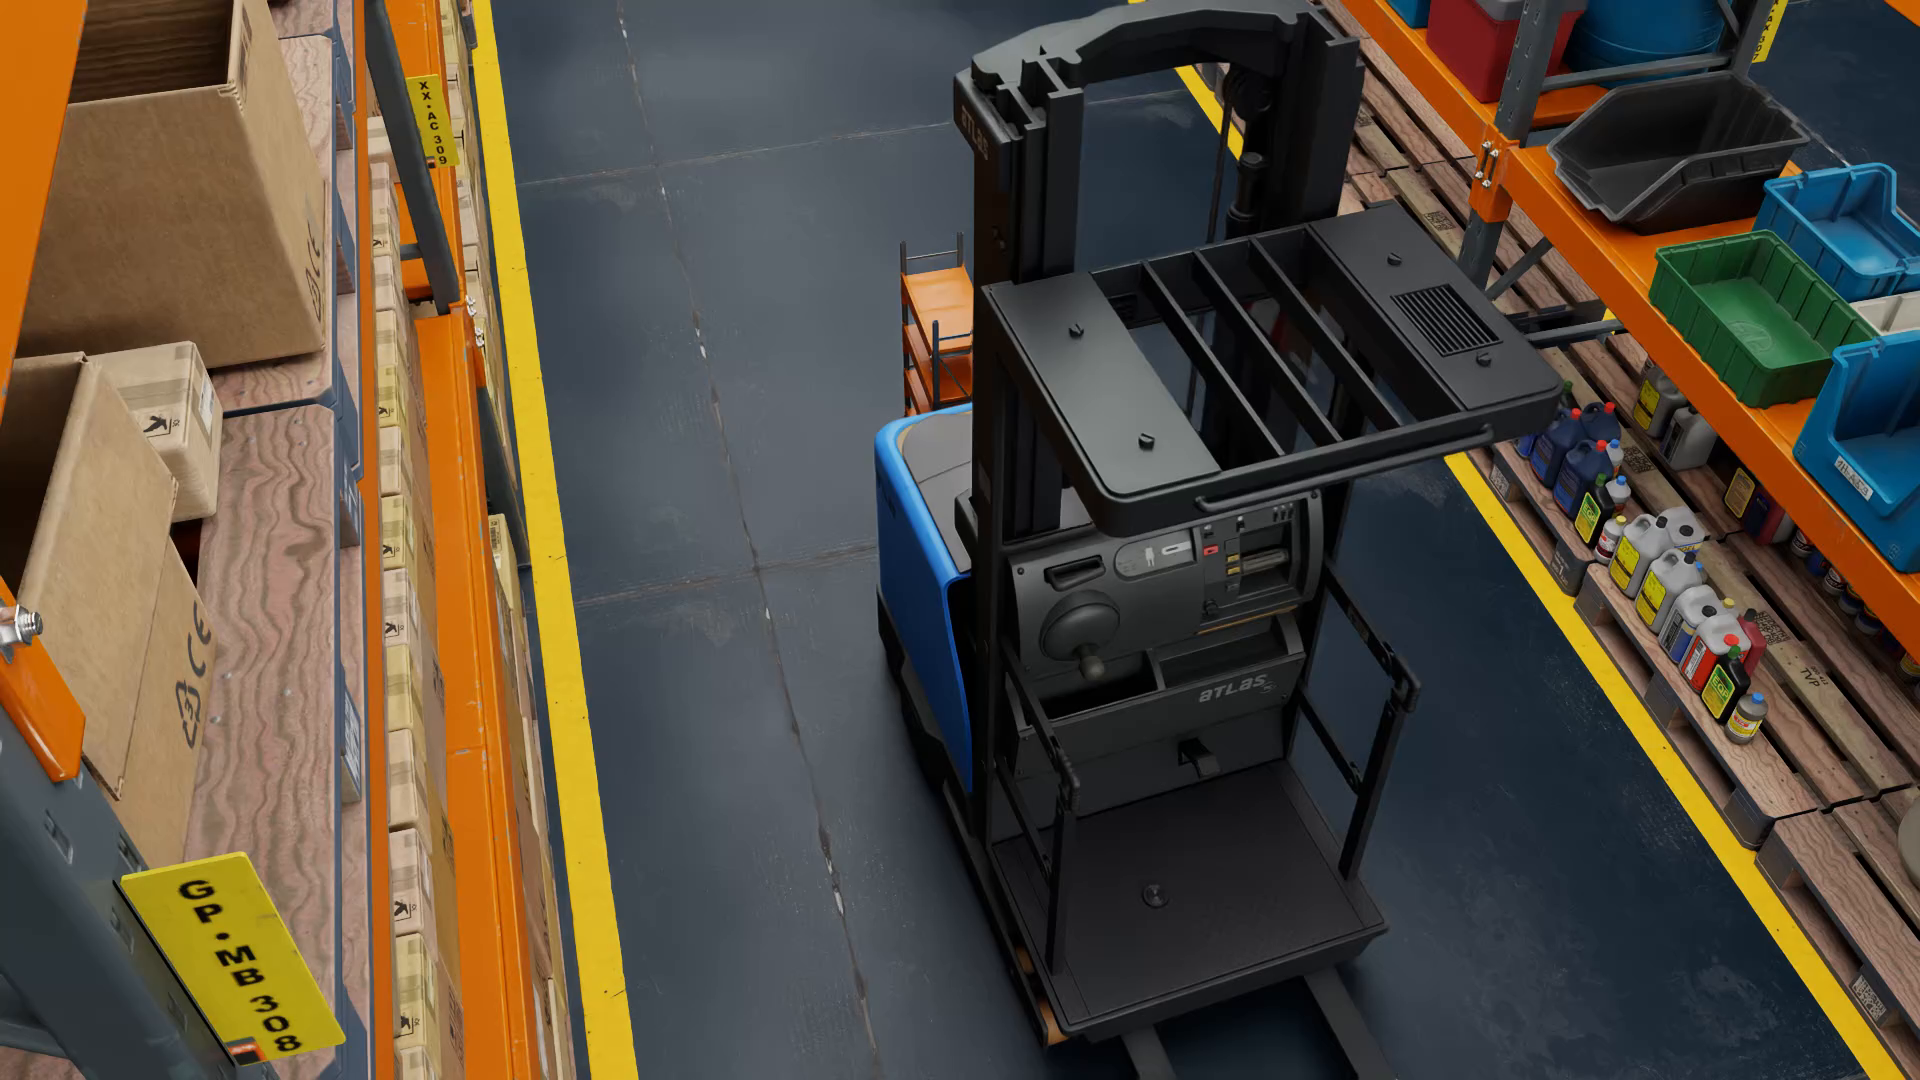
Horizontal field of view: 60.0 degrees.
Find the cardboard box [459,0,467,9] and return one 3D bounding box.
[{"bbox_3d":[-3.076,-3.302,9.328,0.500,0.500,0.500,-9,46,-9],"label":"cardboard box"}]

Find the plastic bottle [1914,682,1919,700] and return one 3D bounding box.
[{"bbox_3d":[3.439,0.456,5.805,0.097,0.271,0.097,0,46,0],"label":"plastic bottle"}]

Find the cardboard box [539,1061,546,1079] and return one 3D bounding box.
[{"bbox_3d":[-1.240,1.664,4.125,0.500,0.500,0.500,-11,47,-10],"label":"cardboard box"}]

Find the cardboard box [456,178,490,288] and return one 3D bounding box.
[{"bbox_3d":[-2.333,-1.310,7.172,0.500,0.311,0.500,-12,47,-12],"label":"cardboard box"}]

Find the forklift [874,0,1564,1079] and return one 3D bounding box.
[{"bbox_3d":[0.659,0.212,4.491,1.130,2.935,3.031,-14,47,-13],"label":"forklift"}]

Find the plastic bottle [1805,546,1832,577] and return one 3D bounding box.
[{"bbox_3d":[3.274,0.010,6.242,0.097,0.271,0.097,0,46,0],"label":"plastic bottle"}]

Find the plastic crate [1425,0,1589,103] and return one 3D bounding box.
[{"bbox_3d":[2.158,-2.099,6.662,0.402,0.464,0.583,-11,47,-10],"label":"plastic crate"}]

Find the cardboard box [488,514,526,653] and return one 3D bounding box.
[{"bbox_3d":[-1.882,0.201,6.084,0.500,0.250,0.500,-11,47,-10],"label":"cardboard box"}]

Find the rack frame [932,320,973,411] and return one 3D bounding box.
[{"bbox_3d":[0.020,-0.366,6.268,0.240,1.200,0.015,-11,47,-10],"label":"rack frame"}]

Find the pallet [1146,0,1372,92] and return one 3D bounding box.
[{"bbox_3d":[1.714,-3.042,9.583,1.003,0.211,1.213,-11,47,-10],"label":"pallet"}]

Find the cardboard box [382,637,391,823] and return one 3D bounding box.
[{"bbox_3d":[-1.578,0.306,3.371,0.700,0.500,0.500,-11,47,-10],"label":"cardboard box"}]

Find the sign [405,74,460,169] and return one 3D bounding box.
[{"bbox_3d":[-1.675,-1.328,5.290,0.100,0.325,0.005,-11,47,-10],"label":"sign"}]

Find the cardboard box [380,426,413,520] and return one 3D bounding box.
[{"bbox_3d":[-1.611,-0.132,4.254,0.380,0.149,0.250,-9,46,-9],"label":"cardboard box"}]

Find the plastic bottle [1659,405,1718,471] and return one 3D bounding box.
[{"bbox_3d":[2.934,-0.430,6.670,0.152,0.276,0.135,-11,47,-10],"label":"plastic bottle"}]

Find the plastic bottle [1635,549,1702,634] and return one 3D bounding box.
[{"bbox_3d":[2.588,0.160,6.039,0.144,0.351,0.185,-9,46,-9],"label":"plastic bottle"}]

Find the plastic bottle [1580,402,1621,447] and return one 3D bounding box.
[{"bbox_3d":[2.523,-0.418,6.606,0.144,0.351,0.185,-11,47,-10],"label":"plastic bottle"}]

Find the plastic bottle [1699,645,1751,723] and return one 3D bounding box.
[{"bbox_3d":[2.660,0.495,5.758,0.061,0.283,0.133,-10,46,-9],"label":"plastic bottle"}]

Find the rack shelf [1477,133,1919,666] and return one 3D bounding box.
[{"bbox_3d":[3.090,-0.165,5.316,1.077,0.370,4.000,-11,47,-10],"label":"rack shelf"}]

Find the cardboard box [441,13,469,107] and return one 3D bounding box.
[{"bbox_3d":[-2.724,-2.363,8.204,0.500,0.311,0.500,-11,47,-11],"label":"cardboard box"}]

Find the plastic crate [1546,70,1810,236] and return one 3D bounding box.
[{"bbox_3d":[2.589,-1.392,6.057,0.767,0.338,0.504,-11,47,-10],"label":"plastic crate"}]

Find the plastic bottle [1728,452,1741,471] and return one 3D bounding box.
[{"bbox_3d":[3.152,-0.372,6.608,0.061,0.283,0.133,-8,46,-8],"label":"plastic bottle"}]

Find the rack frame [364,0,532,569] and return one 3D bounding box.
[{"bbox_3d":[-2.212,-0.895,5.527,1.000,3.000,0.127,-11,47,-10],"label":"rack frame"}]

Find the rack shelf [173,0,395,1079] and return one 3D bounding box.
[{"bbox_3d":[-1.700,-0.312,3.359,1.077,0.370,4.000,-11,47,-10],"label":"rack shelf"}]

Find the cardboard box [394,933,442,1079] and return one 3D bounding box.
[{"bbox_3d":[-1.213,0.940,3.204,0.380,0.149,0.250,-11,47,-10],"label":"cardboard box"}]

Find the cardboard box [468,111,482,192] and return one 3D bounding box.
[{"bbox_3d":[-2.604,-1.820,8.064,0.500,0.250,0.500,-10,46,-9],"label":"cardboard box"}]

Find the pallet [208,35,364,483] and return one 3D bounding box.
[{"bbox_3d":[-1.659,-0.489,3.091,1.003,0.211,1.213,-11,47,-10],"label":"pallet"}]

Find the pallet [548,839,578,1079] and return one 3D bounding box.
[{"bbox_3d":[-1.733,1.482,5.150,1.003,0.211,1.213,-11,47,-10],"label":"pallet"}]

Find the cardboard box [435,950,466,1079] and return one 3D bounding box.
[{"bbox_3d":[-1.434,1.145,3.457,0.700,0.500,0.500,-10,46,-9],"label":"cardboard box"}]

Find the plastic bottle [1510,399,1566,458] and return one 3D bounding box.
[{"bbox_3d":[2.345,-0.480,6.720,0.152,0.276,0.135,-9,46,-9],"label":"plastic bottle"}]

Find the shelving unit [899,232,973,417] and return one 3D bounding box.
[{"bbox_3d":[-0.042,-0.534,6.433,0.258,1.200,0.503,-11,47,-10],"label":"shelving unit"}]

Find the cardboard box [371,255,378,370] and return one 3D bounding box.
[{"bbox_3d":[-1.961,-0.730,4.387,0.700,0.500,0.500,-11,47,-10],"label":"cardboard box"}]

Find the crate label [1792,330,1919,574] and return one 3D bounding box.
[{"bbox_3d":[2.869,-0.270,4.890,0.502,0.435,0.616,-11,47,-10],"label":"crate label"}]

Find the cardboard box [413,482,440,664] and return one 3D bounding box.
[{"bbox_3d":[-1.826,0.085,4.496,0.700,0.500,0.500,-10,46,-10],"label":"cardboard box"}]

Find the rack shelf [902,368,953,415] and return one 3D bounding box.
[{"bbox_3d":[-0.042,-0.487,6.482,0.258,0.148,0.480,-11,47,-10],"label":"rack shelf"}]

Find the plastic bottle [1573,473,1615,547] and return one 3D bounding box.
[{"bbox_3d":[2.434,-0.116,6.358,0.061,0.283,0.133,-9,46,-9],"label":"plastic bottle"}]

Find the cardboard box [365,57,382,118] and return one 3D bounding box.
[{"bbox_3d":[-2.527,-1.827,6.370,0.500,0.500,0.500,-8,46,-7],"label":"cardboard box"}]

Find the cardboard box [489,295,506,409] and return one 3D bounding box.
[{"bbox_3d":[-2.205,-0.756,7.022,0.500,0.250,0.500,-10,46,-9],"label":"cardboard box"}]

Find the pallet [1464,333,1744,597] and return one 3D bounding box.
[{"bbox_3d":[2.709,-0.351,6.946,1.003,0.211,1.213,-11,47,-10],"label":"pallet"}]

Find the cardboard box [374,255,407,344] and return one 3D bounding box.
[{"bbox_3d":[-1.804,-0.657,4.769,0.380,0.149,0.250,-12,47,-11],"label":"cardboard box"}]

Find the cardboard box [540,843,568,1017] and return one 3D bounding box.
[{"bbox_3d":[-1.492,1.235,5.070,0.500,0.250,0.500,-11,47,-10],"label":"cardboard box"}]

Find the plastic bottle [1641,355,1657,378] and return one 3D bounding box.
[{"bbox_3d":[2.972,-0.779,7.065,0.097,0.201,0.097,0,46,0],"label":"plastic bottle"}]

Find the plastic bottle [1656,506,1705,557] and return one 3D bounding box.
[{"bbox_3d":[2.677,0.014,6.235,0.152,0.276,0.135,-11,47,-10],"label":"plastic bottle"}]

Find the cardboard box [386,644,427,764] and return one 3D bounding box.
[{"bbox_3d":[-1.411,0.406,3.728,0.380,0.149,0.250,-11,47,-11],"label":"cardboard box"}]

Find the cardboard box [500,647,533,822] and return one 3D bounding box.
[{"bbox_3d":[-1.633,0.630,5.138,0.500,0.500,0.500,-11,47,-10],"label":"cardboard box"}]

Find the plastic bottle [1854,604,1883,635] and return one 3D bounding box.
[{"bbox_3d":[3.351,0.219,6.037,0.097,0.271,0.097,0,46,0],"label":"plastic bottle"}]
